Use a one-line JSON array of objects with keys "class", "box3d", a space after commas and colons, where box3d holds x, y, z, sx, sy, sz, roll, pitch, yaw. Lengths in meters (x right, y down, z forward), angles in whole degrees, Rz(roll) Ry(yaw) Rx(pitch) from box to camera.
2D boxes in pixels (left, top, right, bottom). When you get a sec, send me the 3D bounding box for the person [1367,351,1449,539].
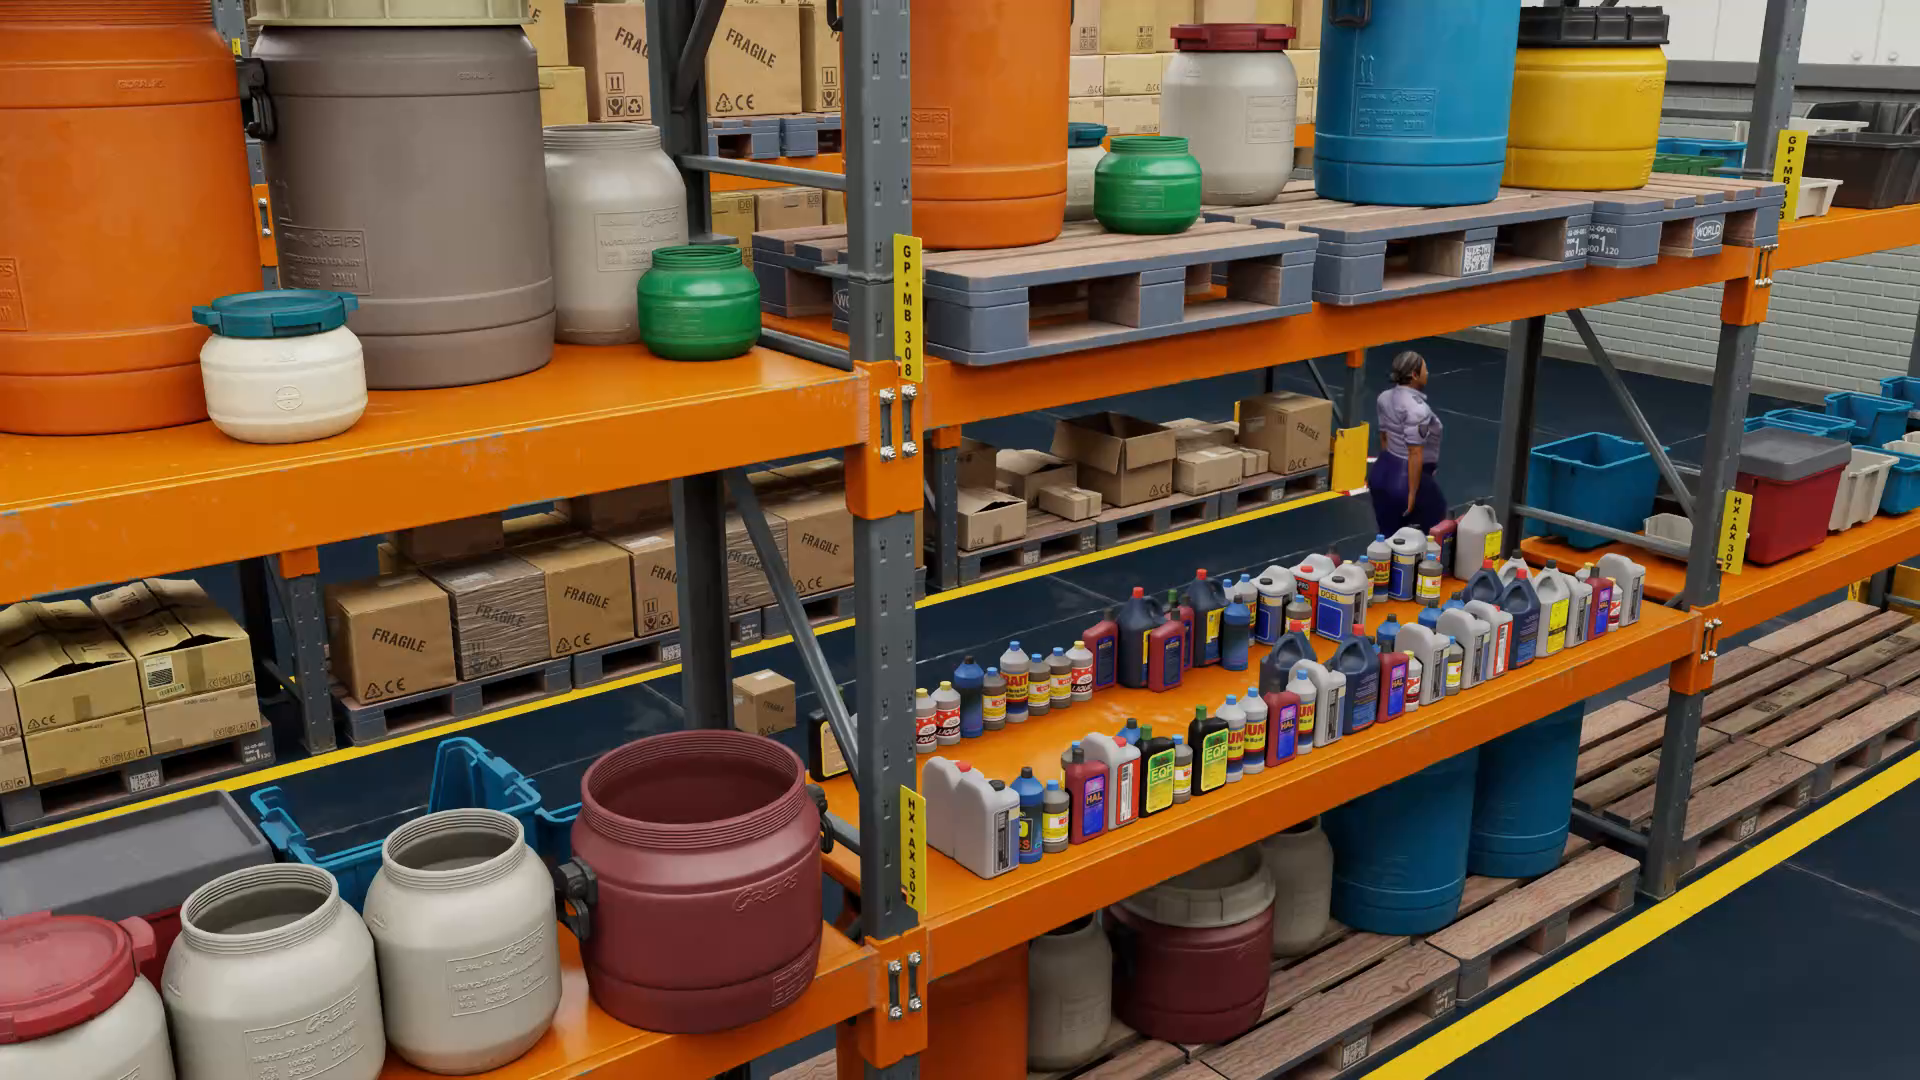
[{"class": "person", "box3d": [2.726, -0.324, 10.047, 0.443, 1.667, 0.486, -7, 19, -20]}]
